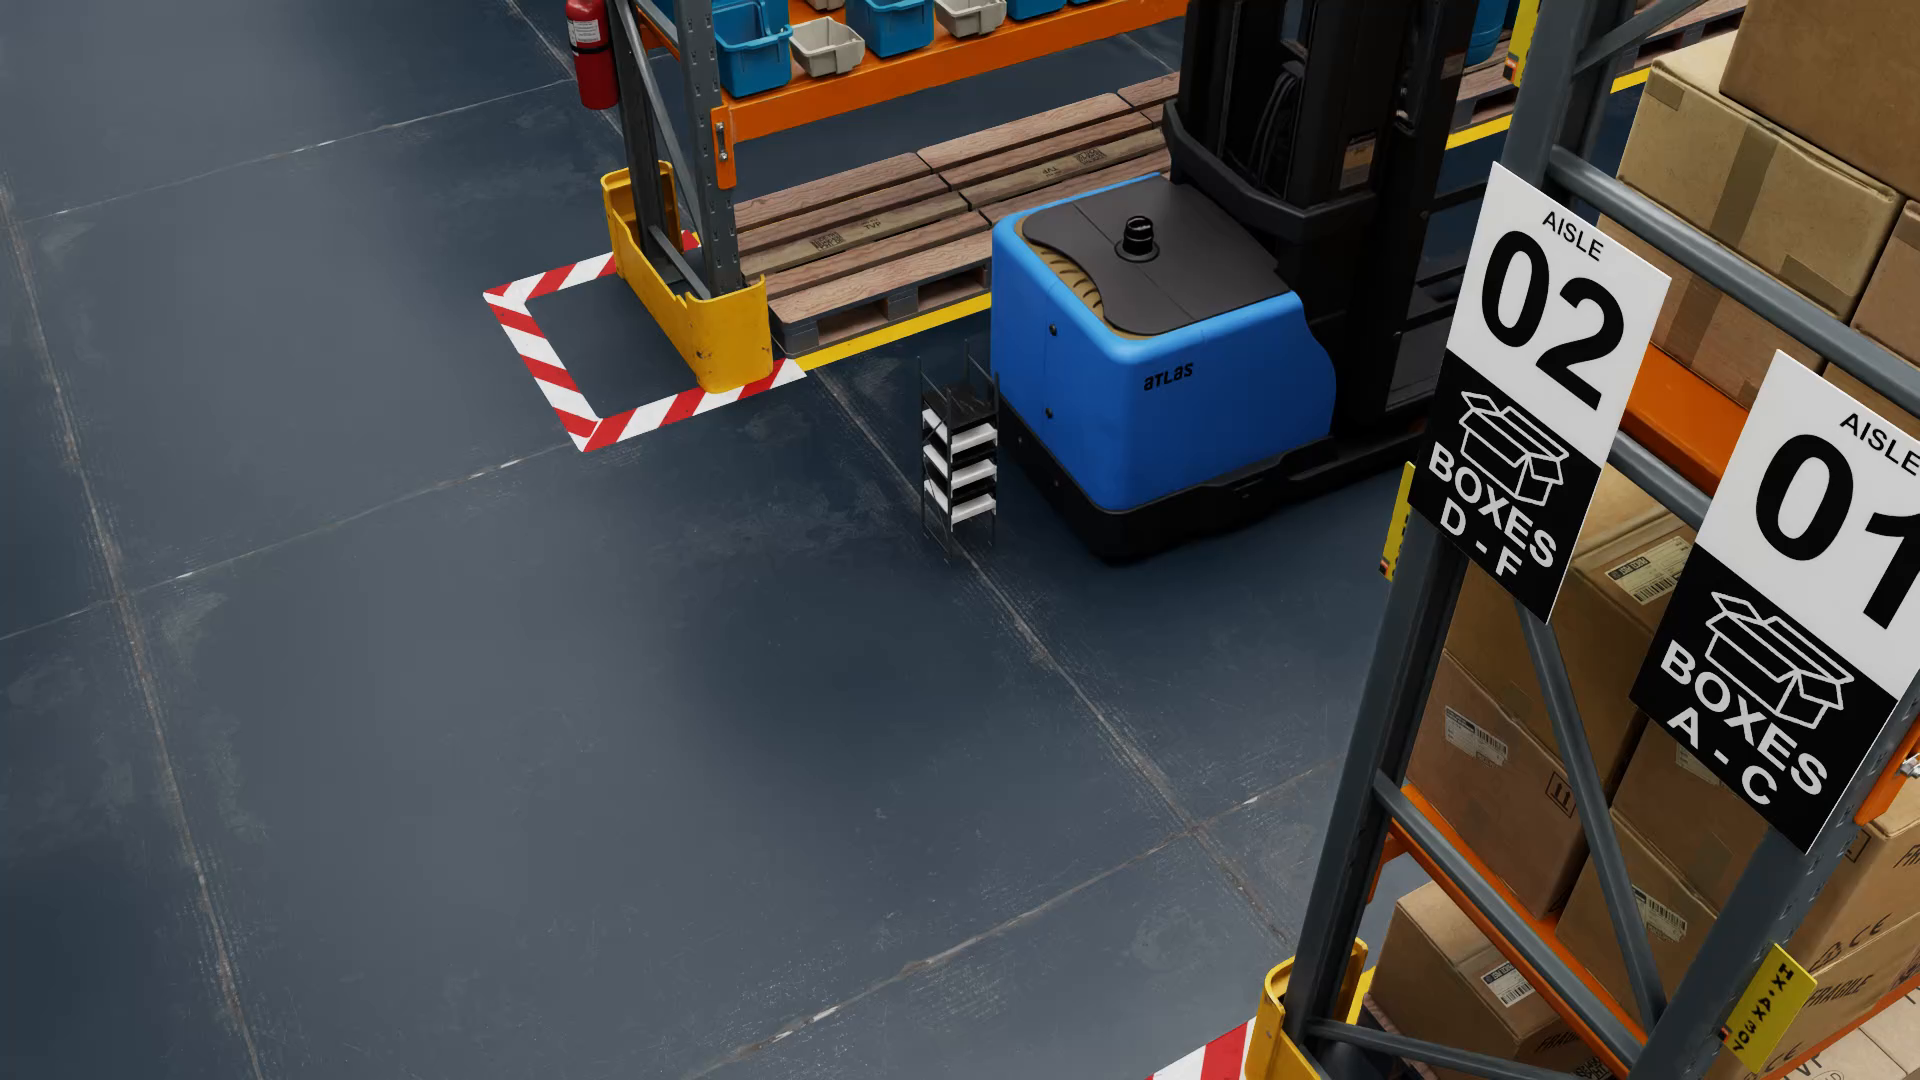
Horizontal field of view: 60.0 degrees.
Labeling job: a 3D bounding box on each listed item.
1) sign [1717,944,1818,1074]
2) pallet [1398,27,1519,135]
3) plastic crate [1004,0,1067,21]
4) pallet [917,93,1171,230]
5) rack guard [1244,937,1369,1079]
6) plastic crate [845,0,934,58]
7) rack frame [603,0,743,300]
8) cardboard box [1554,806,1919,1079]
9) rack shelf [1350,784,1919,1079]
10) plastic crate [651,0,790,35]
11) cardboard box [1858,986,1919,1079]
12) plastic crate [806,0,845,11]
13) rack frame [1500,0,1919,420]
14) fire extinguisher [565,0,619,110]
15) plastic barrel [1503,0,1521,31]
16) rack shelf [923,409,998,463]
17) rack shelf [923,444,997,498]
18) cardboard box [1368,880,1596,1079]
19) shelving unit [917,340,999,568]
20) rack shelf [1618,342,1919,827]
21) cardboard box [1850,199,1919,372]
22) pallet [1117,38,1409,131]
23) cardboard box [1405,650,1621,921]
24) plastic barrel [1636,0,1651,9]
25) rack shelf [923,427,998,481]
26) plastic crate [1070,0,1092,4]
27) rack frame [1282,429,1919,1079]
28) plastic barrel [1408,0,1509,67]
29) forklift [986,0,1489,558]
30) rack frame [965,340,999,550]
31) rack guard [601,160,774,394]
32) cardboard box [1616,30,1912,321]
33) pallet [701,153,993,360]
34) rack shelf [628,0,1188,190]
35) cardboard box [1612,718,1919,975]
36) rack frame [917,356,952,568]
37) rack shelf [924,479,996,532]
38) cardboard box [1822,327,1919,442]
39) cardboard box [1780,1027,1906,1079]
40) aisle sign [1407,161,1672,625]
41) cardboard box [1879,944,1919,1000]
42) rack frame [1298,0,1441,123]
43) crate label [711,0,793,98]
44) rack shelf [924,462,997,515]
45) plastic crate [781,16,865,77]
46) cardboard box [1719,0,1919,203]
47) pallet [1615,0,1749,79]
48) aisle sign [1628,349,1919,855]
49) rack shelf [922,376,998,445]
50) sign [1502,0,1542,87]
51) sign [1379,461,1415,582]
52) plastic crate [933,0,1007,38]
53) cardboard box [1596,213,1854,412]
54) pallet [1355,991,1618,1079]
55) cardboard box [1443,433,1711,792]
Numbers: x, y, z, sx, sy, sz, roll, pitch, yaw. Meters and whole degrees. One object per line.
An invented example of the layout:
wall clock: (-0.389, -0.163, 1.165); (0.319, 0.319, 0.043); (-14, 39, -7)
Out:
sign: (1.488, 0.869, 3.079); (0.005, 0.325, 0.100); (-22, 48, -21)
pallet: (2.912, -2.770, 9.453); (1.213, 0.211, 1.003); (-22, 48, -21)
plastic crate: (0.273, -2.445, 7.193); (0.300, 0.233, 0.416); (-22, 48, -21)
pallet: (0.544, -1.823, 8.477); (1.213, 0.211, 1.003); (-22, 48, -21)
rack guard: (1.284, 1.723, 4.616); (0.348, 0.500, 1.175); (-22, 48, -21)
plastic crate: (-0.298, -2.217, 6.958); (0.300, 0.233, 0.416); (-22, 48, -21)
rack frame: (-1.247, -2.140, 6.802); (0.127, 3.000, 1.000); (-22, 48, -21)
cardboard box: (1.734, 0.822, 3.678); (0.500, 0.500, 0.500); (-21, 48, -20)
rack shelf: (2.952, 0.416, 4.684); (4.000, 0.370, 1.077); (-22, 48, -21)
plastic crate: (-1.049, -2.403, 7.004); (0.499, 0.435, 0.616); (-22, 48, -21)
cardboard box: (2.698, 1.317, 4.898); (0.500, 0.250, 0.500); (-22, 48, -21)
plastic crate: (-0.630, -2.459, 7.277); (0.243, 0.136, 0.396); (-22, 48, -21)
rack frame: (1.218, -1.301, 1.629); (0.127, 3.000, 1.000); (-22, 48, -21)
fire extinguisher: (-1.604, -2.201, 7.187); (0.183, 0.674, 0.296); (-22, 48, -21)
plastic barrel: (3.316, -3.350, 9.253); (0.708, 0.901, 0.600); (-22, 48, -21)
rack shelf: (-0.007, -0.425, 6.332); (0.200, 0.077, 0.258); (-22, 48, -21)
rack shelf: (-0.007, -0.296, 6.457); (0.200, 0.077, 0.258); (-22, 48, -21)
cardboard box: (1.567, 1.254, 4.783); (0.500, 0.500, 0.500); (-22, 48, -21)
shelving unit: (-0.007, -0.320, 6.434); (0.210, 0.900, 0.258); (-22, 48, -21)
rack shelf: (2.952, -0.660, 3.639); (4.000, 0.370, 1.077); (-22, 48, -21)
cardboard box: (1.793, -0.371, 2.573); (0.500, 0.250, 0.500); (-22, 48, -21)
pallet: (1.603, -2.249, 8.916); (1.213, 0.211, 1.003); (-22, 48, -21)
cardboard box: (1.471, 0.497, 4.013); (0.500, 0.500, 0.500); (-20, 48, -20)
plastic barrel: (3.850, -3.352, 9.535); (0.421, 0.512, 0.421); (0, 44, 0)
rack shelf: (-0.007, -0.361, 6.394); (0.200, 0.077, 0.258); (-22, 48, -21)
plastic crate: (0.533, -2.550, 7.300); (0.300, 0.233, 0.416); (-22, 48, -21)
rack frame: (1.218, 0.852, 3.718); (0.127, 3.000, 1.000); (-22, 48, -21)
plastic barrel: (2.702, -3.104, 9.000); (0.708, 0.901, 0.600); (-22, 48, -21)
forklift: (1.659, -1.717, 6.414); (3.031, 2.935, 1.130); (-20, 48, -19)
rack frame: (0.081, -0.355, 6.470); (0.006, 0.900, 0.240); (-22, 48, -21)
rack guard: (-1.261, -1.227, 7.655); (0.348, 0.500, 1.175); (-22, 48, -21)
cardboard box: (1.536, -0.682, 2.894); (0.500, 0.250, 0.500); (-22, 48, -21)
pallet: (-0.512, -1.402, 8.043); (1.213, 0.211, 1.003); (-22, 48, -21)
rack shelf: (0.488, -2.576, 7.767); (4.000, 0.370, 1.077); (-22, 48, -21)
cardboard box: (1.734, 0.463, 3.330); (0.500, 0.500, 0.500); (-20, 48, -20)
rack frame: (-0.095, -0.285, 6.397); (0.006, 0.900, 0.240); (-22, 48, -21)
rack shelf: (-0.007, -0.167, 6.582); (0.200, 0.077, 0.258); (-22, 48, -21)
cardboard box: (1.790, -0.195, 2.751); (0.500, 0.250, 0.500); (-22, 48, -21)
cardboard box: (2.264, 1.490, 4.719); (0.500, 0.250, 0.500); (-22, 48, -21)
aisle sign: (1.006, -0.242, 2.979); (0.004, 0.787, 0.394); (-22, 48, -21)
cardboard box: (2.179, 0.639, 3.866); (0.500, 0.500, 0.500); (-22, 48, -21)
rack frame: (2.222, -3.528, 8.232); (0.127, 3.000, 1.000); (-22, 48, -21)
crate label: (-0.868, -1.989, 6.722); (0.303, 0.233, 0.416); (-22, 48, -21)
rack shelf: (-0.007, -0.232, 6.520); (0.200, 0.077, 0.258); (-22, 48, -21)
plastic crate: (-0.549, -2.015, 6.819); (0.298, 0.136, 0.250); (-22, 48, -21)
cardboard box: (1.655, -0.807, 2.484); (0.500, 0.500, 0.700); (-22, 48, -21)
pallet: (3.971, -3.196, 9.892); (1.213, 0.211, 1.003); (-22, 48, -21)
aisle sign: (1.305, 0.120, 2.606); (0.004, 0.787, 0.394); (-22, 48, -21)
rack shelf: (-0.007, -0.490, 6.269); (0.200, 0.077, 0.258); (-22, 48, -21)
sign: (0.959, -0.884, 2.718); (0.005, 0.325, 0.100); (-22, 48, -21)
sign: (0.959, -0.019, 3.557); (0.005, 0.325, 0.100); (-22, 48, -21)
plastic crate: (0.039, -2.251, 7.062); (0.298, 0.136, 0.250); (-22, 48, -21)
cardboard box: (1.532, -0.508, 3.073); (0.500, 0.250, 0.500); (-22, 48, -21)
pallet: (1.975, 1.549, 5.002); (1.213, 0.211, 1.003); (-22, 48, -21)
cardboard box: (1.467, 0.137, 3.665); (0.500, 0.500, 0.500); (-22, 48, -21)
